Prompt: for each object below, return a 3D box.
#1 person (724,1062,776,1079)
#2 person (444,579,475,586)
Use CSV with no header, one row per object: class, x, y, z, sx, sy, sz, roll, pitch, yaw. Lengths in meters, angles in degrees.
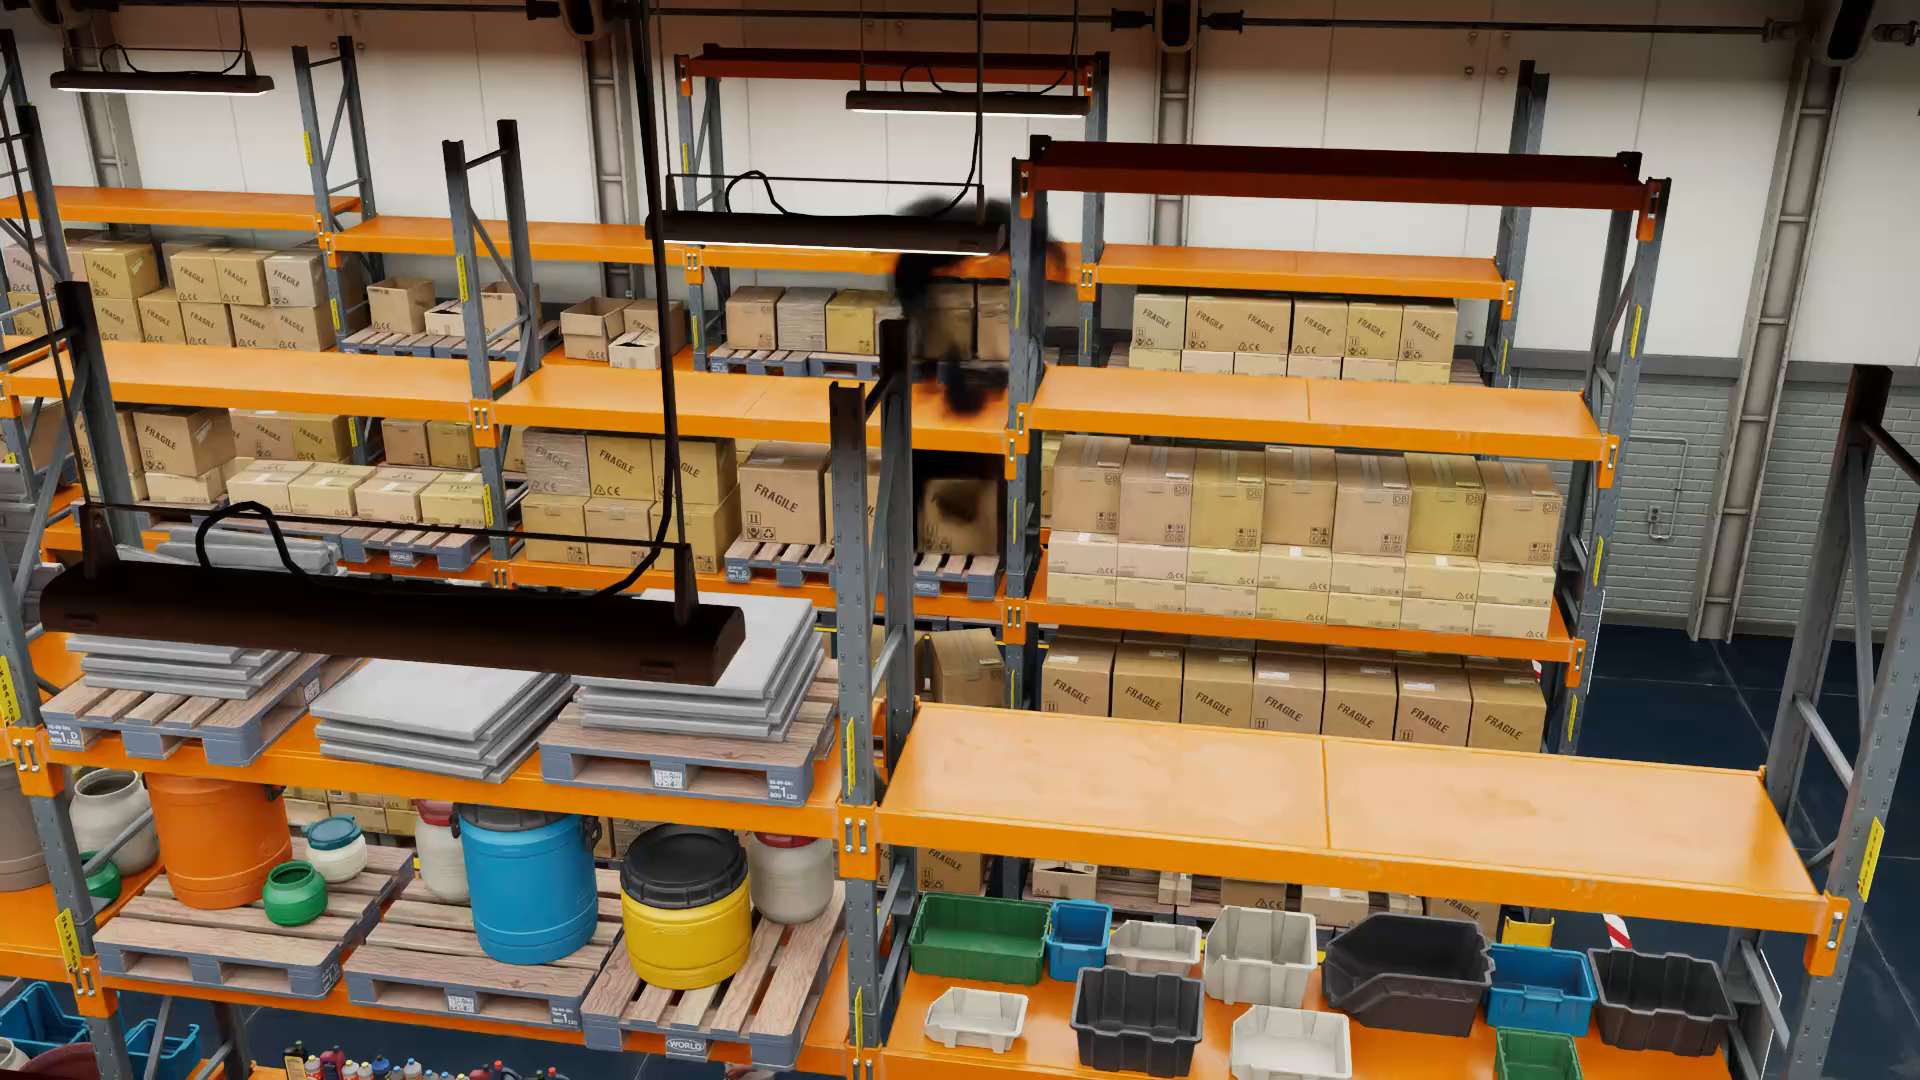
person,-1.242,3.282,10.457,0.798,1.772,0.671,2,23,6
person,-4.337,1.112,15.492,1.135,1.773,0.658,3,23,7
